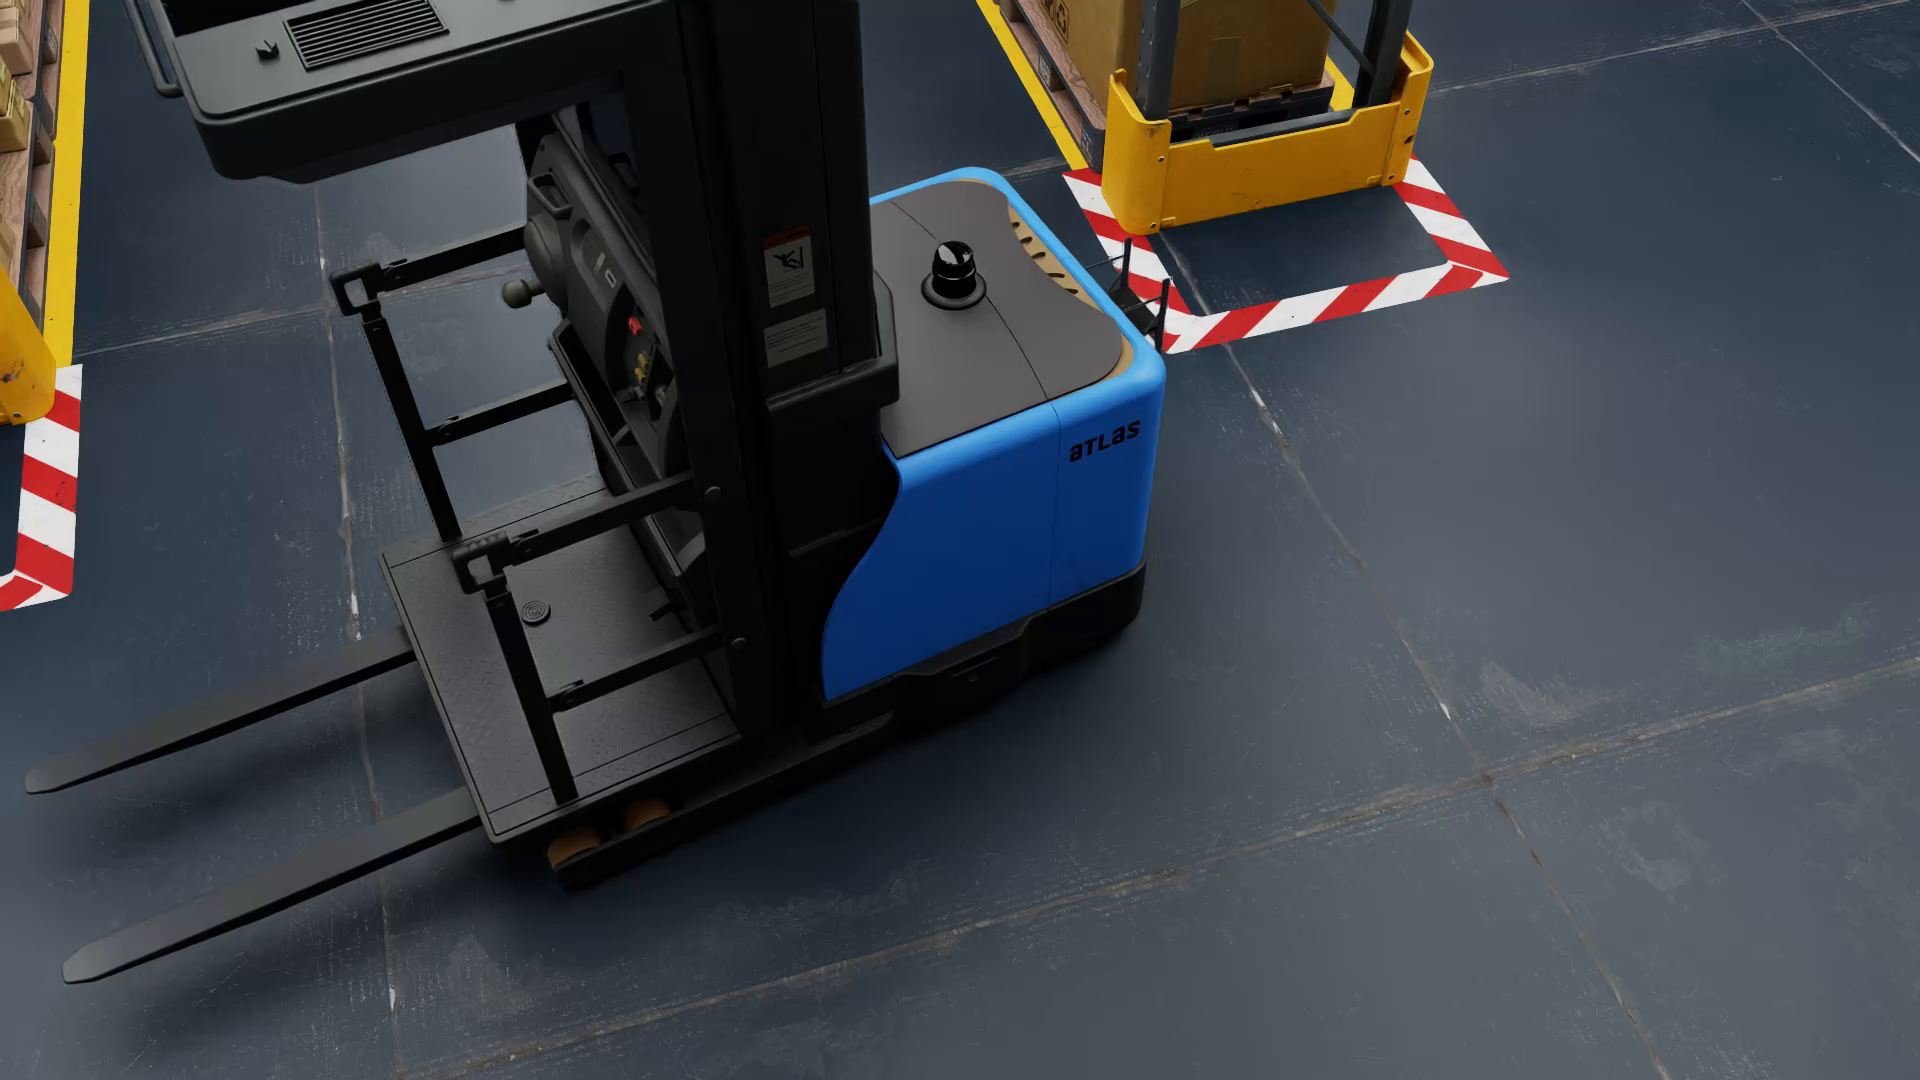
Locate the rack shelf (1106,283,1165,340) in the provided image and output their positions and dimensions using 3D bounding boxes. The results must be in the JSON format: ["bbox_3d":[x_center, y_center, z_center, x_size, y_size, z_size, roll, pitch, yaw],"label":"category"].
[{"bbox_3d":[0.438,-0.628,4.881,0.258,0.077,0.200,-22,53,-18],"label":"rack shelf"}]

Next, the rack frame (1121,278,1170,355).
[{"bbox_3d":[0.486,-0.407,5.004,0.240,0.900,0.006,-22,53,-18],"label":"rack frame"}]

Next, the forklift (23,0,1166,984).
[{"bbox_3d":[-1.001,-0.490,3.746,3.031,2.935,1.130,-22,53,-18],"label":"forklift"}]

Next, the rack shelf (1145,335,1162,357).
[{"bbox_3d":[0.438,-0.570,4.950,0.258,0.077,0.200,-22,53,-18],"label":"rack shelf"}]

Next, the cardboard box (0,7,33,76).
[{"bbox_3d":[-3.854,-1.919,6.496,0.380,0.149,0.250,-16,52,-13],"label":"cardboard box"}]

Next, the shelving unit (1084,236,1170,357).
[{"bbox_3d":[0.438,-0.475,5.062,0.258,0.900,0.210,-22,53,-18],"label":"shelving unit"}]

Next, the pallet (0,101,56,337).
[{"bbox_3d":[-3.870,-1.075,6.019,1.003,0.211,1.213,-13,51,-11],"label":"pallet"}]

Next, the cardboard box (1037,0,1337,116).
[{"bbox_3d":[0.861,-2.265,6.312,0.875,0.875,0.875,-13,51,-11],"label":"cardboard box"}]

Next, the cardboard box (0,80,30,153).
[{"bbox_3d":[-3.697,-1.553,6.187,0.380,0.149,0.250,-13,51,-11],"label":"cardboard box"}]

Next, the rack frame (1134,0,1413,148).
[{"bbox_3d":[1.127,-2.365,5.282,1.000,3.000,0.127,-13,51,-11],"label":"rack frame"}]

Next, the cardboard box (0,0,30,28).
[{"bbox_3d":[-3.961,-2.116,6.662,0.380,0.149,0.250,-13,51,-11],"label":"cardboard box"}]

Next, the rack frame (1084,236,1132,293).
[{"bbox_3d":[0.390,-0.544,5.119,0.240,0.900,0.006,-22,53,-18],"label":"rack frame"}]

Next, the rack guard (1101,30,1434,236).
[{"bbox_3d":[1.134,-1.542,6.223,1.175,0.500,0.348,-13,51,-11],"label":"rack guard"}]

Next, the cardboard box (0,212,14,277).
[{"bbox_3d":[-3.490,-0.989,5.712,0.380,0.149,0.250,-12,51,-10],"label":"cardboard box"}]

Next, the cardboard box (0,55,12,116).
[{"bbox_3d":[-3.707,-1.654,6.078,0.380,0.149,0.250,-12,51,-10],"label":"cardboard box"}]

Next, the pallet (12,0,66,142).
[{"bbox_3d":[-4.227,-1.965,6.768,1.003,0.211,1.213,-13,51,-11],"label":"pallet"}]

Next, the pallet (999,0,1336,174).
[{"bbox_3d":[0.816,-2.032,6.825,1.003,0.211,1.213,-13,51,-11],"label":"pallet"}]

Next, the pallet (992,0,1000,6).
[{"bbox_3d":[0.458,-2.922,7.575,1.003,0.211,1.213,-13,51,-11],"label":"pallet"}]

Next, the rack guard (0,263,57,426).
[{"bbox_3d":[-3.664,-0.567,5.401,1.175,0.500,0.348,-13,51,-11],"label":"rack guard"}]
